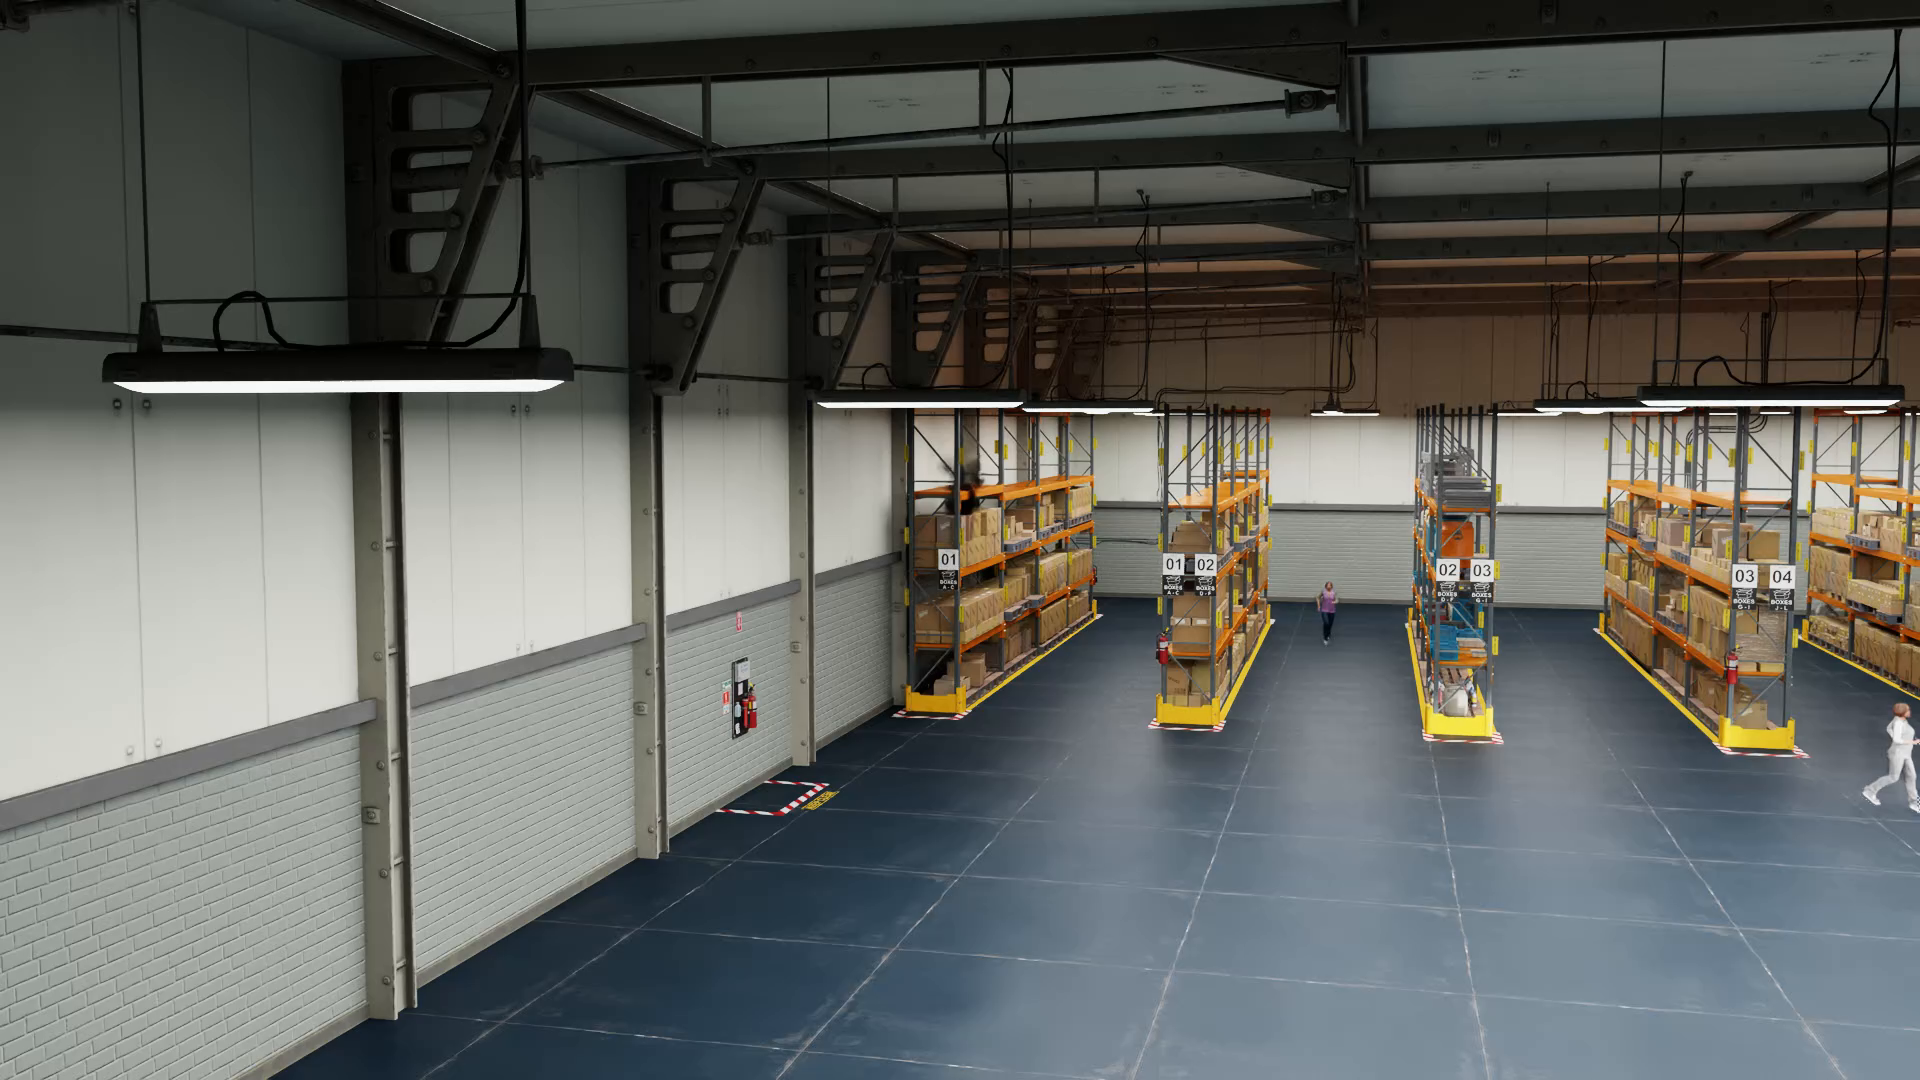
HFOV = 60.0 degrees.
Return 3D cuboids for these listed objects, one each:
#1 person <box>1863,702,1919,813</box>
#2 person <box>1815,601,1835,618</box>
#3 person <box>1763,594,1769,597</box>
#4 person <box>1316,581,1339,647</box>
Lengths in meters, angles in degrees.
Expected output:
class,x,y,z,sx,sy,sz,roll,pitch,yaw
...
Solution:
class,x,y,z,sx,sy,sz,roll,pitch,yaw
person,13.623,3.153,24.159,0.863,1.615,0.534,4,6,41
person,23.041,1.622,44.262,0.962,1.773,0.706,1,4,16
person,21.073,1.676,43.958,0.853,1.694,0.730,-3,5,-37
person,9.306,1.854,42.068,0.510,1.643,0.737,0,4,-1
